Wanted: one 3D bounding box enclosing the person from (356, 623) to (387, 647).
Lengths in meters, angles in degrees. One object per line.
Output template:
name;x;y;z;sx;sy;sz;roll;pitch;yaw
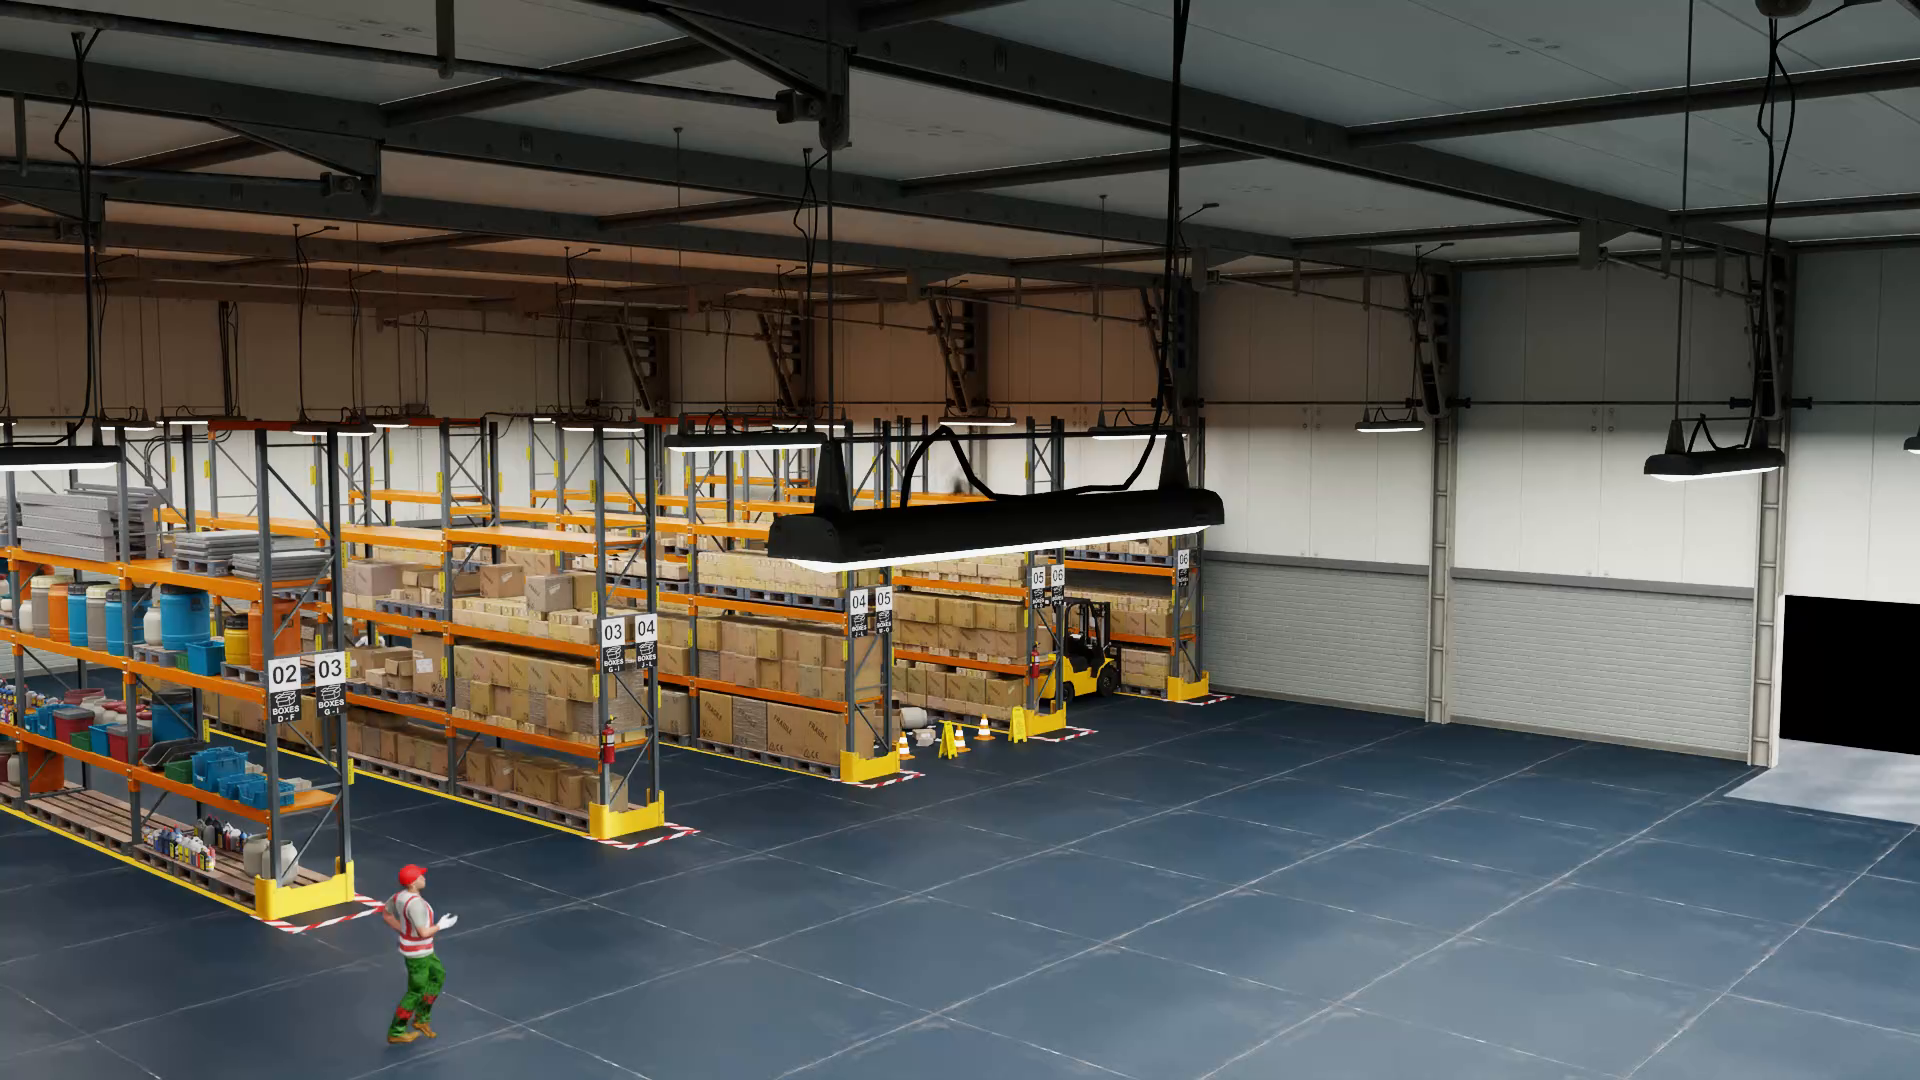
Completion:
person;-12.361;2.589;35.087;0.608;1.706;0.672;-4;6;-43

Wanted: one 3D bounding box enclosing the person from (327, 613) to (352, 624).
person;-14.558;2.220;38.883;0.752;1.856;0.864;2;5;25

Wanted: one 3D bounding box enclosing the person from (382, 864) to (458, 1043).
person;-5.319;4.080;16.395;0.689;1.820;0.631;-3;5;-28
